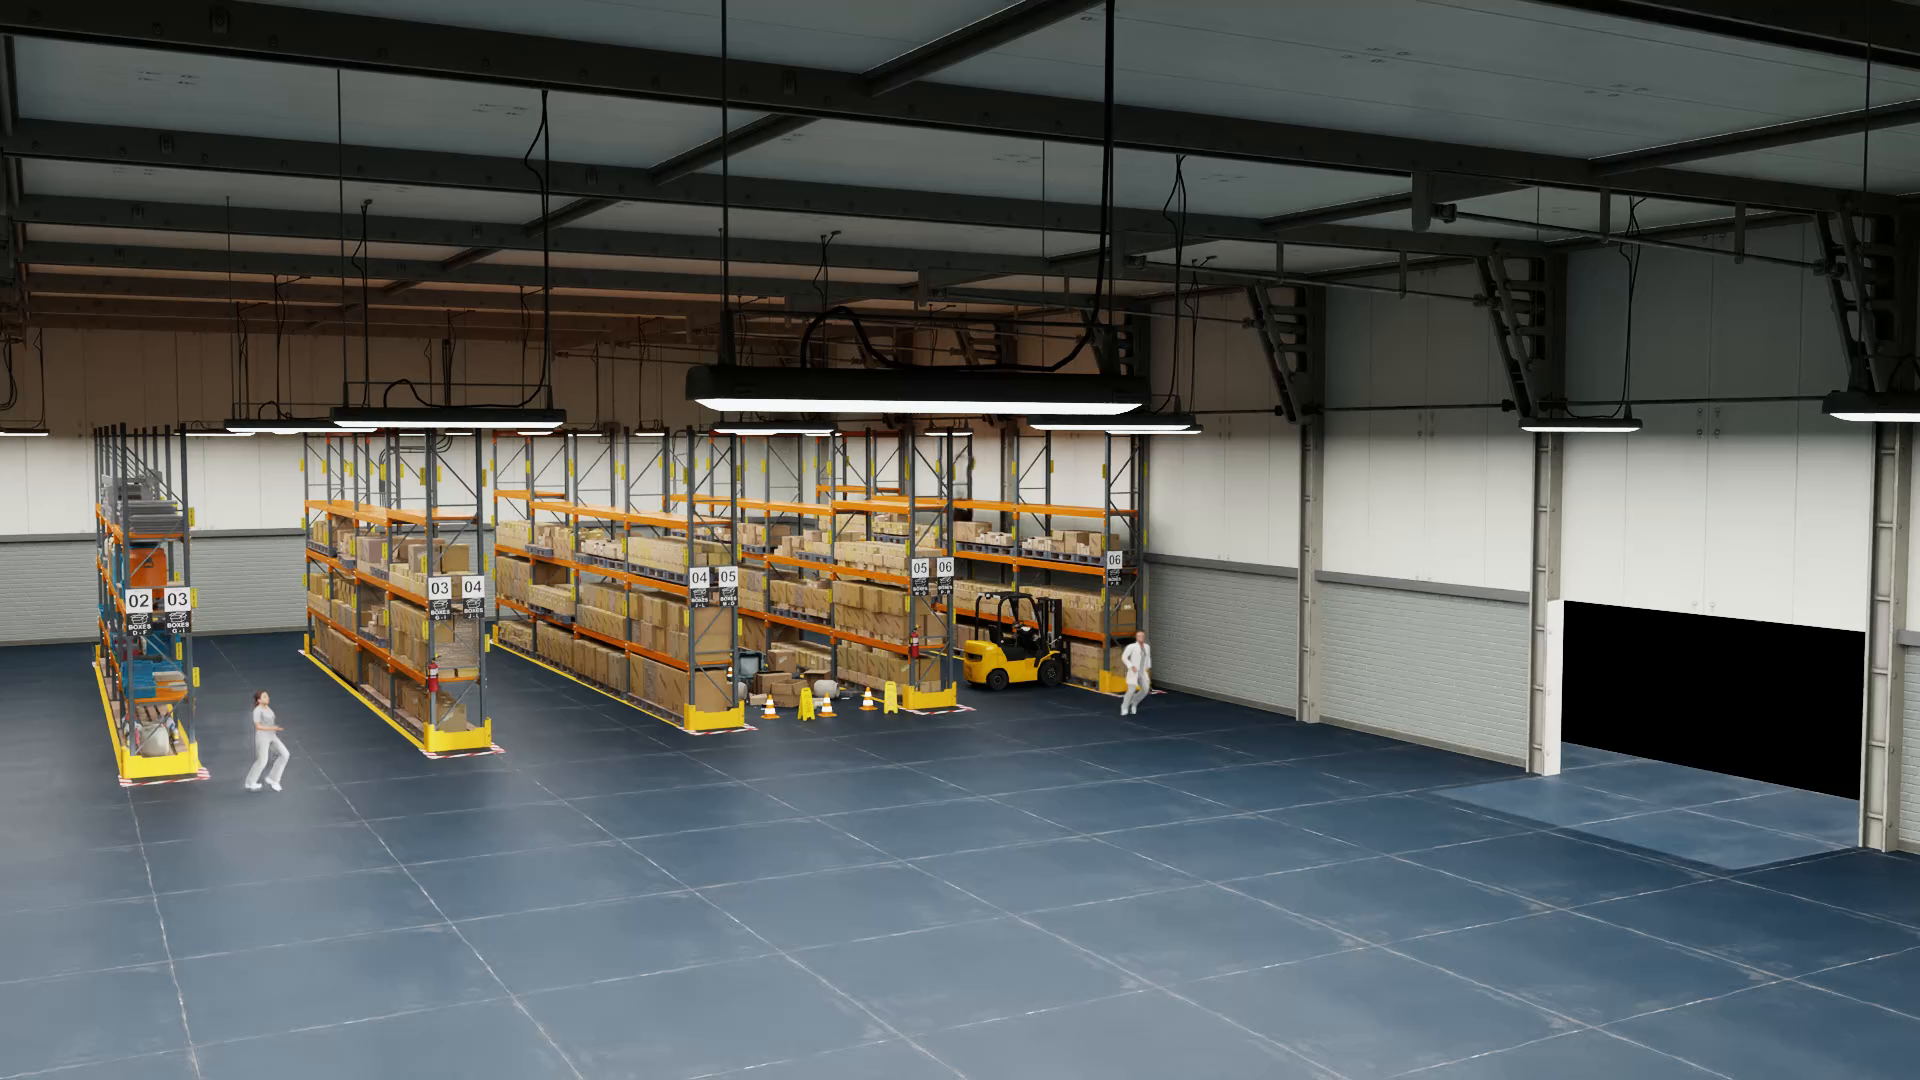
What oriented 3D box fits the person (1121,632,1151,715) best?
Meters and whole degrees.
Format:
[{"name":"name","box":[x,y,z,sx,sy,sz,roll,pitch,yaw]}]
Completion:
[{"name":"person","box":[3.714,2.765,34.558,0.774,1.715,0.614,-2,4,-24]}]

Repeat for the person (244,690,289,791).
[{"name":"person","box":[-11.312,3.268,27.080,0.708,1.674,0.570,0,3,8]}]
